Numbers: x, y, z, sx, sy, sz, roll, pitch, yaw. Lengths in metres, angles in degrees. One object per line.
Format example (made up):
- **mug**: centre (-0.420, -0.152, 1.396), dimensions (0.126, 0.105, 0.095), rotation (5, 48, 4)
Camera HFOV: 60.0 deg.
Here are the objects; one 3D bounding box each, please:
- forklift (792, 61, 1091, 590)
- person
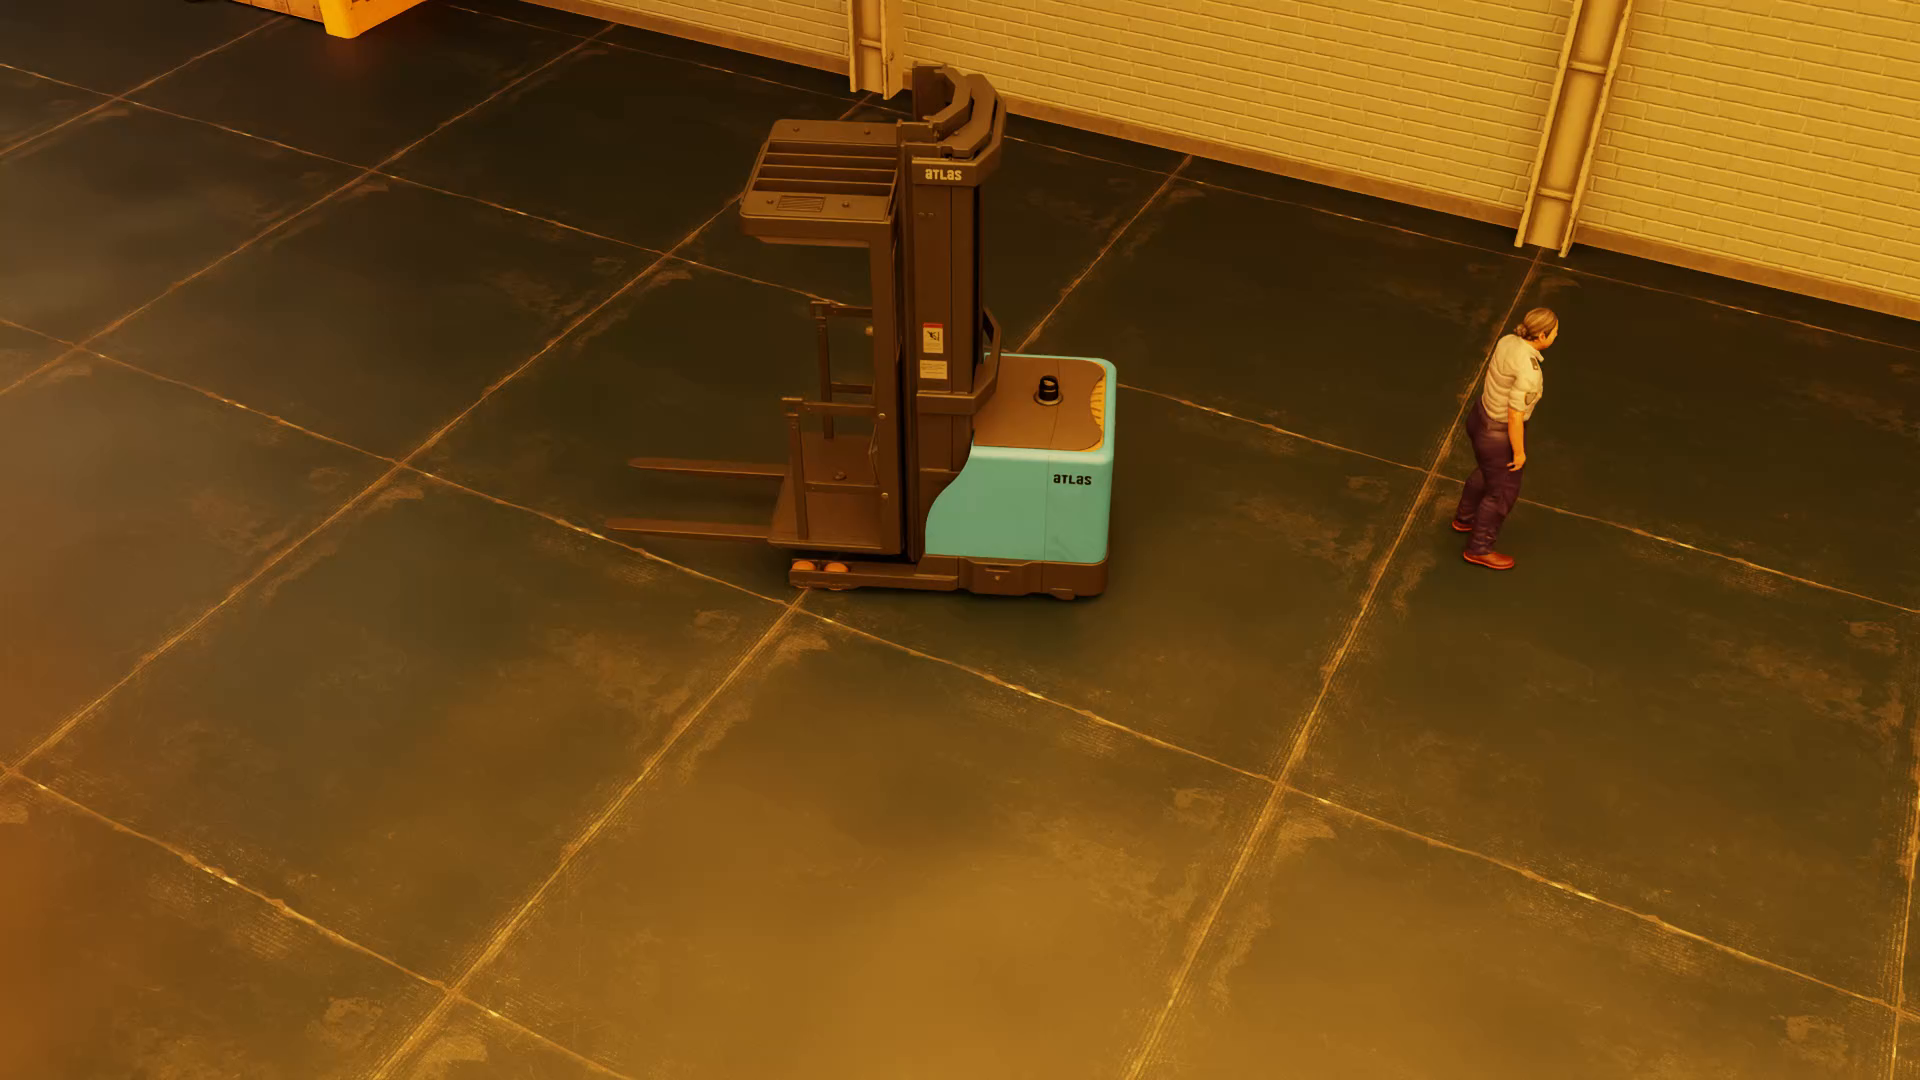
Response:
- **forklift**: centre (-0.606, -1.160, 9.363), dimensions (3.031, 2.935, 1.121), rotation (3, 40, 4)
- **person**: centre (3.177, -0.623, 9.722), dimensions (0.375, 1.651, 0.559), rotation (-1, 40, -1)
